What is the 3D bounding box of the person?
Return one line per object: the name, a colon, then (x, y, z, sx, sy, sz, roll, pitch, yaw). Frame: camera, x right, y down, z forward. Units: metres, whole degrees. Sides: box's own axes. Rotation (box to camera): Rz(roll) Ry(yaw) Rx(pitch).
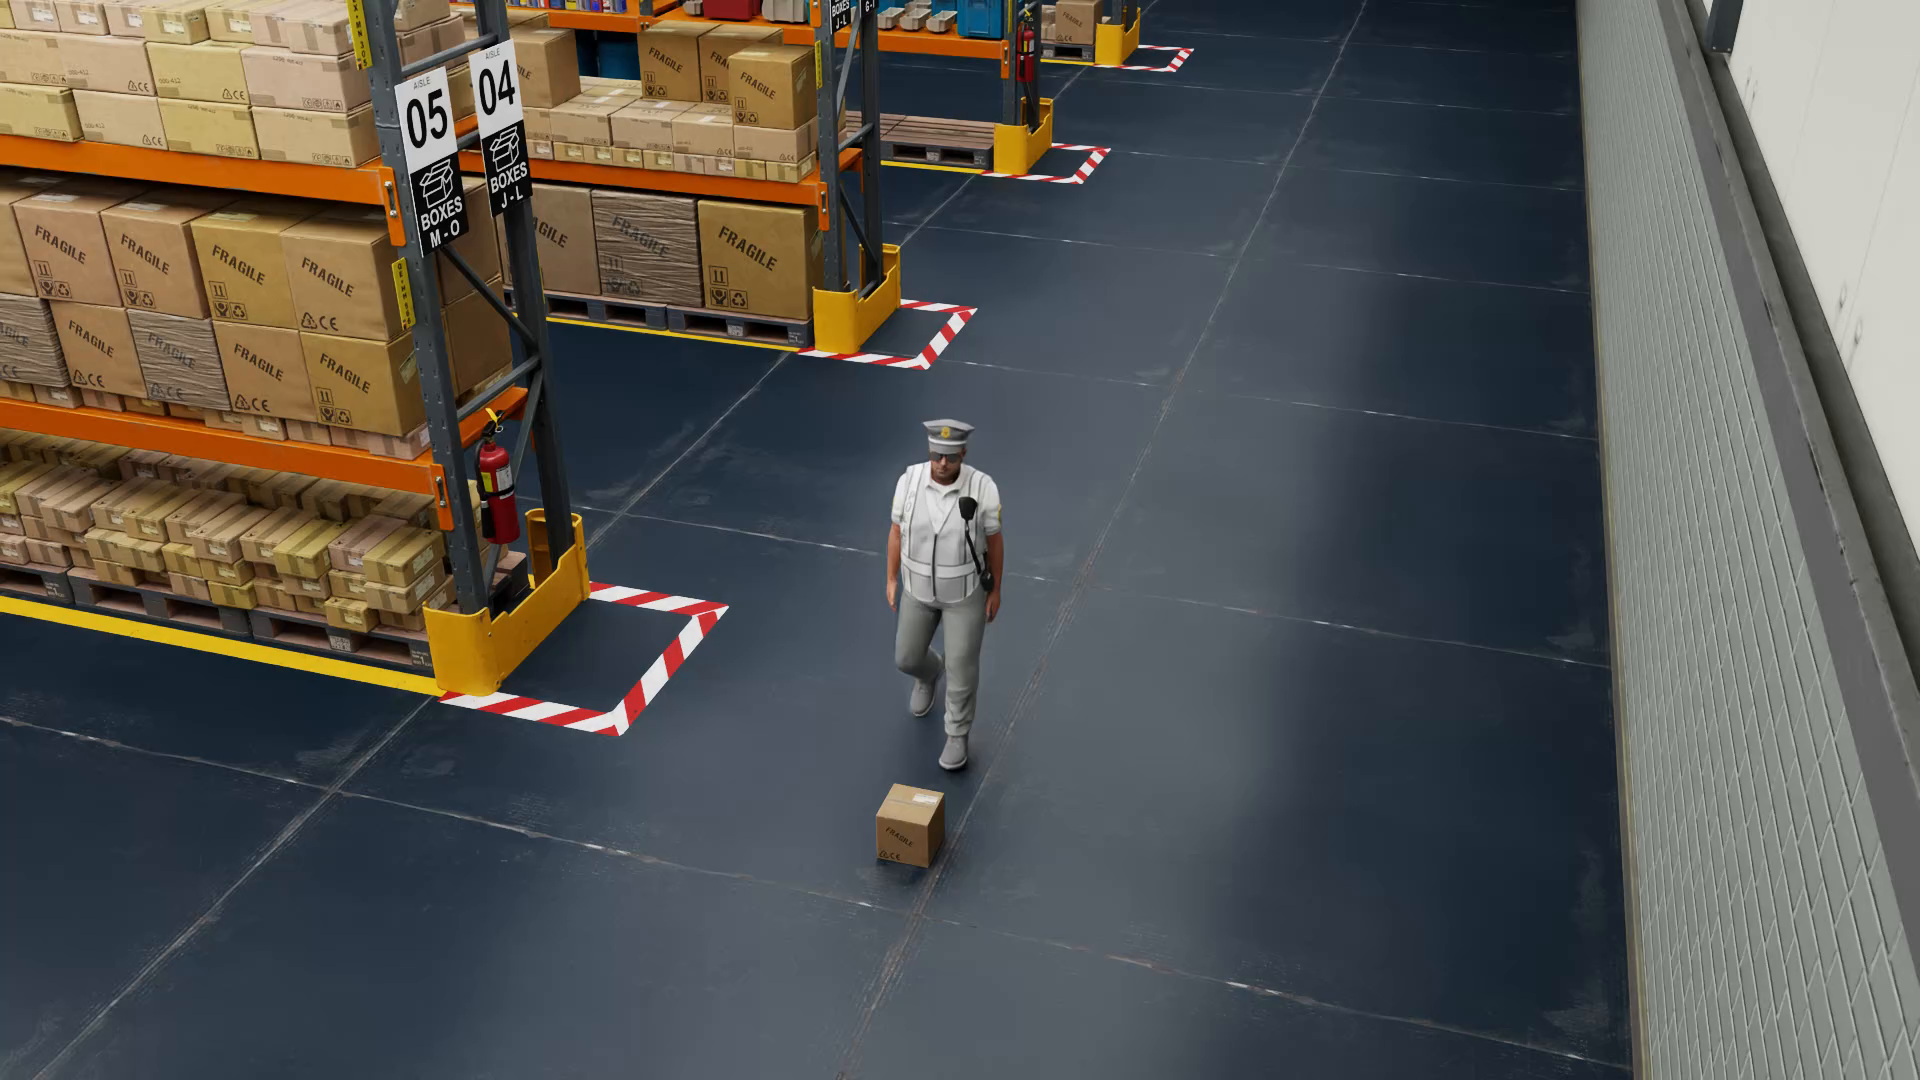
person: (-0.083, 0.212, 8.089, 0.569, 1.763, 0.695, 7, 30, 12)
